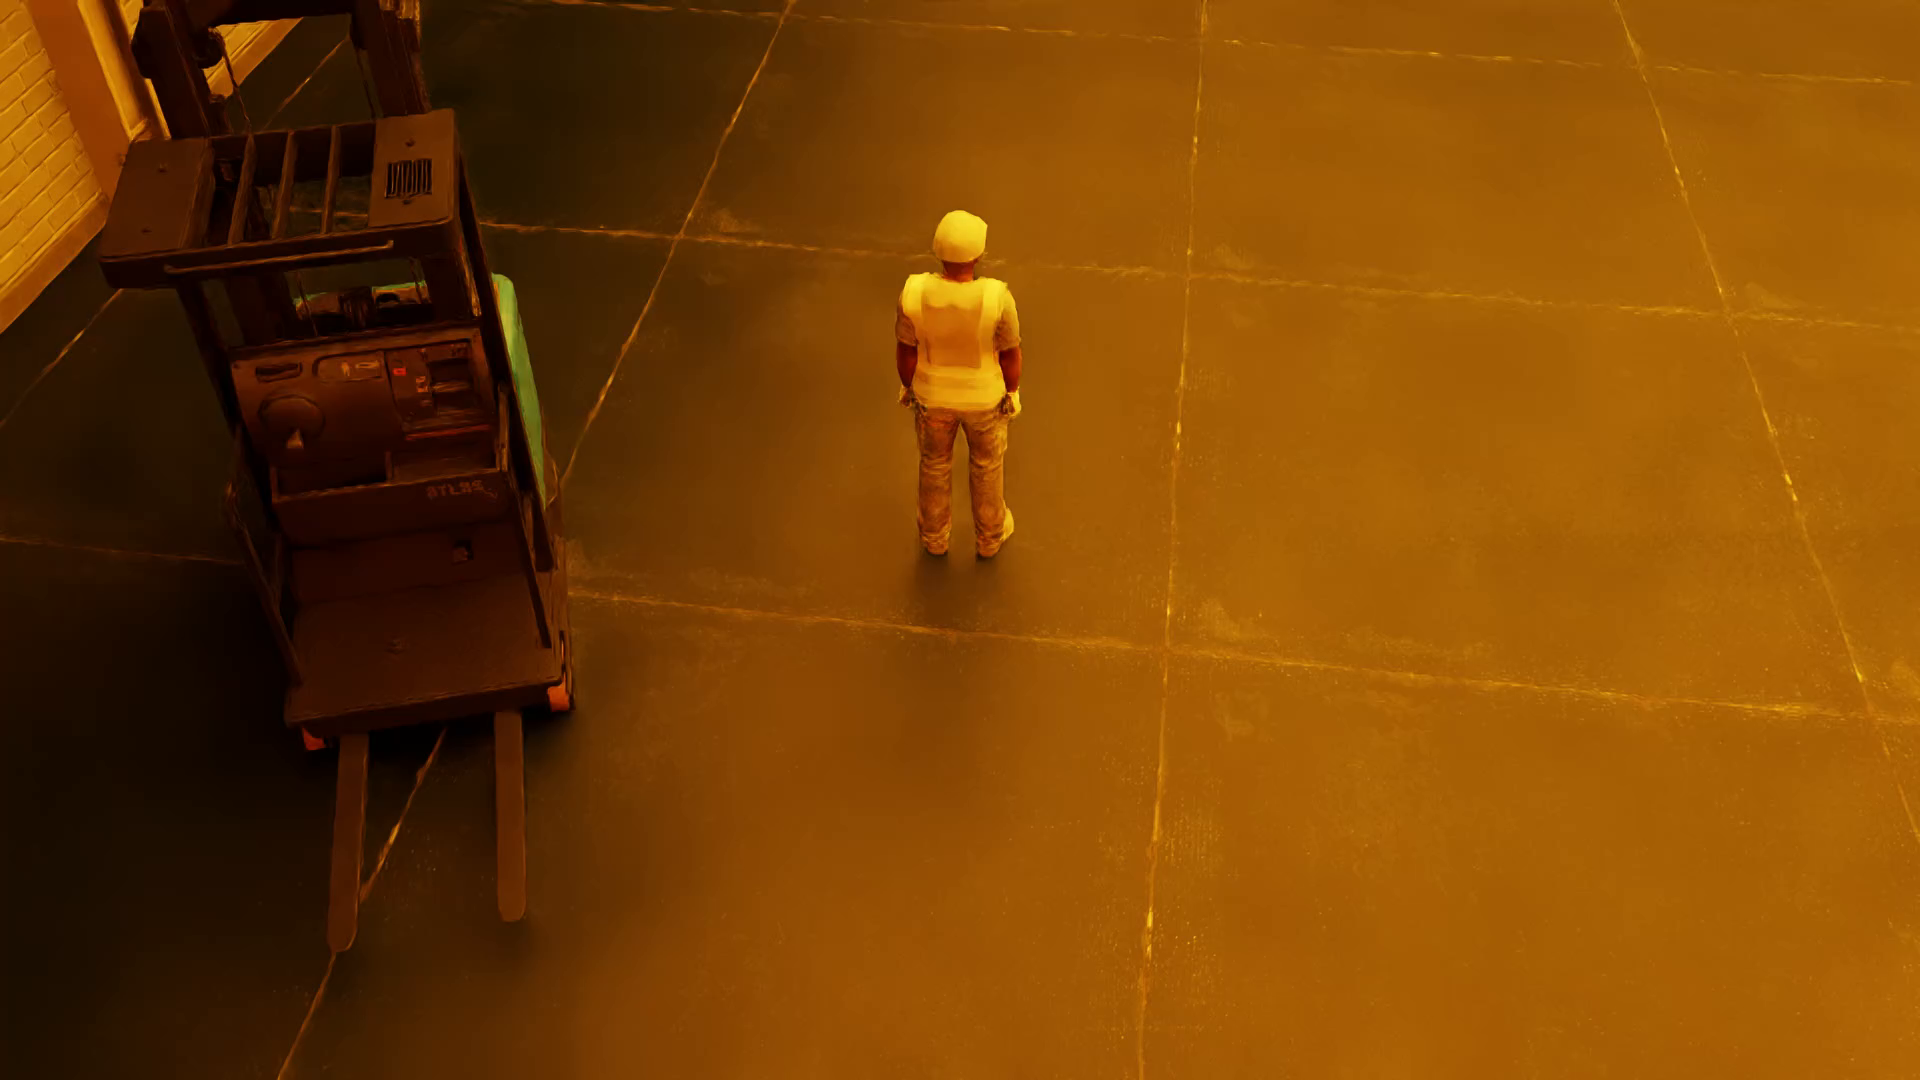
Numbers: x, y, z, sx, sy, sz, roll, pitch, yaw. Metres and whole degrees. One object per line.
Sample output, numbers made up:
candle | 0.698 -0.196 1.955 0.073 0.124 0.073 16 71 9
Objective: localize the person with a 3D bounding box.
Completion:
person | 0.001 -0.667 7.296 0.546 1.790 0.365 5 43 6

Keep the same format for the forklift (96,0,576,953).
forklift | -2.249 -0.487 6.255 1.130 2.935 3.031 -8 43 -9
